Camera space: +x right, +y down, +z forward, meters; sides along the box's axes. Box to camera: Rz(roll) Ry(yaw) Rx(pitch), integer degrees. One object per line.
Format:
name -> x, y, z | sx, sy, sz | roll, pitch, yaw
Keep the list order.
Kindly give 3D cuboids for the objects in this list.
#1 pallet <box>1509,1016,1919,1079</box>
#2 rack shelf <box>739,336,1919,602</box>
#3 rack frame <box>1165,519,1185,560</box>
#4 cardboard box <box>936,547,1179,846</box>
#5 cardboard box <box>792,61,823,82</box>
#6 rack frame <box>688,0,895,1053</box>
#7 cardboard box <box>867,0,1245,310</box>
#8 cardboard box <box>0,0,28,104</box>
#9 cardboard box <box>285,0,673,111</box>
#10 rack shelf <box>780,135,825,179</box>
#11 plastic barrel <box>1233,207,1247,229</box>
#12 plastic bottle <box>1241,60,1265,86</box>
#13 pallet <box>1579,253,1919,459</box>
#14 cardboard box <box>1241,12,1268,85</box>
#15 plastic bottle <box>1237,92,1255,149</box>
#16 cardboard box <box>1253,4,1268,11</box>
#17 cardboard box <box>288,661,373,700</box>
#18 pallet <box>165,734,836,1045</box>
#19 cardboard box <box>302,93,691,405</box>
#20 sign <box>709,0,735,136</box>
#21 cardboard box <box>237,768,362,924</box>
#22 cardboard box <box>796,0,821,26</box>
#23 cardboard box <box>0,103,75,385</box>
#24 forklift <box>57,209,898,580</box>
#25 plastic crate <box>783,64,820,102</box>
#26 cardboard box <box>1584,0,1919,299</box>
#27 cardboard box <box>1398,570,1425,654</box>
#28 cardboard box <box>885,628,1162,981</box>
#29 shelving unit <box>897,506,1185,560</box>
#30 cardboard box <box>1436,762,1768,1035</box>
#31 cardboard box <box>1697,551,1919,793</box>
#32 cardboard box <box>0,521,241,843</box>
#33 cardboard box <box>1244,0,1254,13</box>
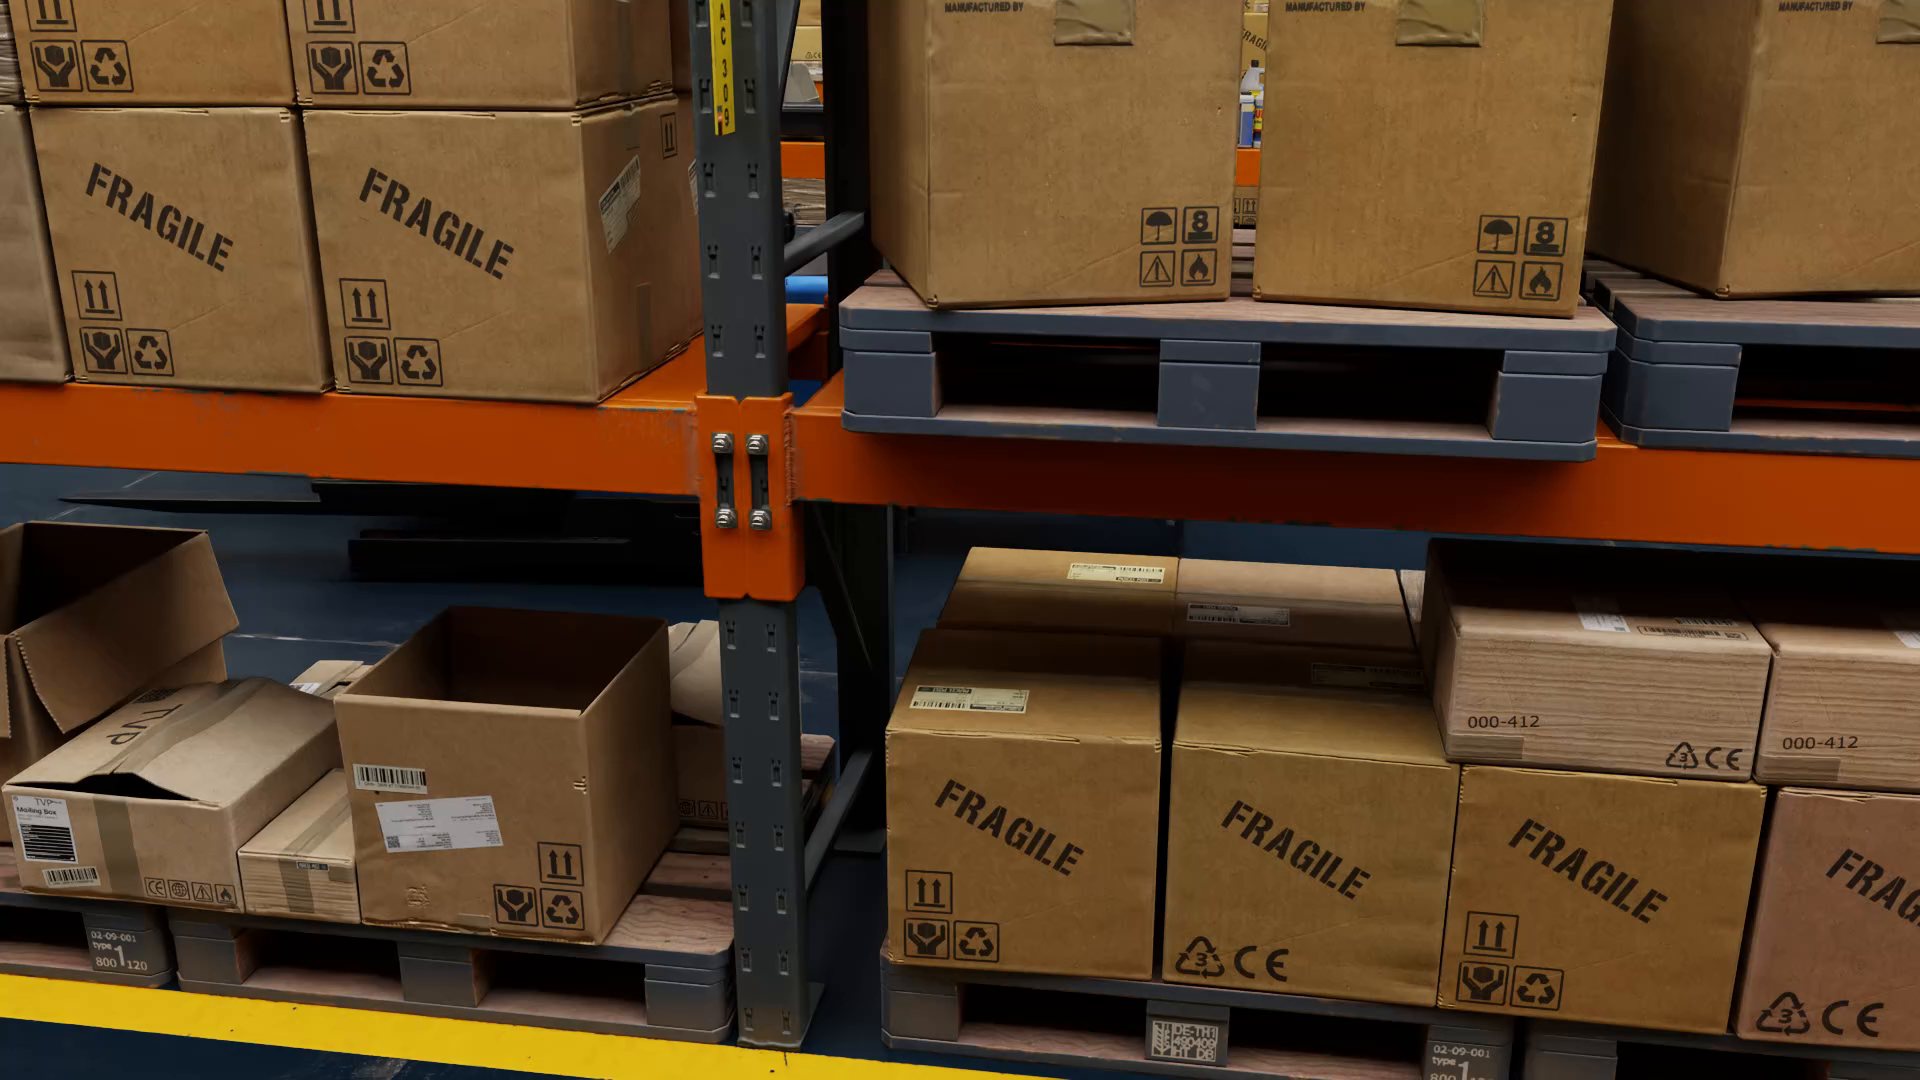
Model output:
pallet -> 1.718, 0.842, 3.454 | 1.213, 0.211, 1.003 | 3, 19, 9
rack shelf -> 1.676, -0.128, 3.093 | 4.000, 0.370, 1.077 | 3, 19, 9
rack frame -> 0.814, -0.541, 6.147 | 0.032, 1.125, 0.500 | 1, 19, 2
cardboard box -> 0.234, 0.342, 3.801 | 0.500, 0.500, 0.500 | 3, 19, 8
cardboard box -> -1.106, -3.571, 12.643 | 0.250, 0.149, 0.380 | 3, 19, 8
rack frame -> -0.299, -0.570, 3.280 | 0.127, 3.000, 1.000 | 3, 19, 9
cardboard box -> 0.133, -0.723, 2.917 | 0.500, 0.500, 0.700 | -3, 19, -10
cardboard box -> -1.843, -1.087, 3.090 | 0.500, 0.500, 0.500 | 3, 19, 9
cardboard box -> -0.840, -1.036, 2.939 | 0.500, 0.500, 0.500 | 3, 19, 9
rack shelf -> -1.484, -1.881, 8.333 | 4.000, 0.370, 1.077 | 3, 19, 9
plastic barrel -> 1.025, -1.293, 8.086 | 0.708, 0.901, 0.600 | 3, 19, 9
plastic bottle -> 1.450, -2.155, 8.093 | 0.185, 0.351, 0.144 | 3, 19, 9
pallet -> 1.729, -0.374, 2.997 | 1.213, 0.211, 1.003 | 3, 19, 9
cardboard box -> 2.187, -3.595, 12.161 | 0.500, 0.500, 0.500 | 3, 19, 9
plastic bottle -> 1.248, -1.902, 7.456 | 0.135, 0.276, 0.152 | 3, 19, 9
cardboard box -> 2.989, -5.254, 16.545 | 0.250, 0.149, 0.380 | 3, 19, 10
cardboard box -> -1.535, 0.435, 4.046 | 0.250, 0.166, 0.380 | 3, 19, 9
pallet -> -0.977, 0.717, 3.827 | 1.213, 0.211, 1.003 | 3, 19, 9
cardboard box -> -0.833, -0.562, 3.099 | 0.500, 0.500, 0.500 | 3, 19, 10
sign -> -0.378, -0.810, 2.634 | 0.005, 0.325, 0.100 | 3, 19, 9
cardboard box -> -1.286, 0.633, 3.483 | 0.250, 0.149, 0.380 | 3, 19, 9
cardboard box -> -1.236, -4.142, 12.542 | 0.500, 0.500, 0.500 | 2, 19, 7
cardboard box -> -1.850, -0.613, 3.251 | 0.500, 0.500, 0.500 | 3, 19, 10
forklift -> -1.761, -1.414, 5.911 | 3.031, 2.935, 1.130 | 1, 19, 2
plastic crate -> -0.988, -2.229, 8.329 | 0.530, 0.282, 0.437 | 3, 19, 9
cardboard box -> 1.455, -0.747, 2.990 | 0.500, 0.500, 0.700 | -2, 19, -5
cardboard box -> 1.215, 0.394, 3.643 | 0.500, 0.500, 0.500 | 3, 19, 9
cardboard box -> 0.140, 0.507, 3.306 | 0.500, 0.500, 0.500 | 2, 19, 6
shelving unit -> 0.306, -0.548, 6.168 | 1.048, 1.125, 0.538 | 1, 19, 2
cardboard box -> 1.160, 0.558, 3.154 | 0.500, 0.500, 0.500 | 3, 19, 9
cardboard box -> 1.622, 0.227, 2.962 | 0.500, 0.250, 0.500 | 3, 19, 8
cardboard box -> -2.155, 0.312, 3.884 | 0.637, 0.503, 0.797 | 3, 19, 9
cardboard box -> 1.908, -4.167, 12.292 | 0.637, 0.503, 0.797 | 2, 19, 7
